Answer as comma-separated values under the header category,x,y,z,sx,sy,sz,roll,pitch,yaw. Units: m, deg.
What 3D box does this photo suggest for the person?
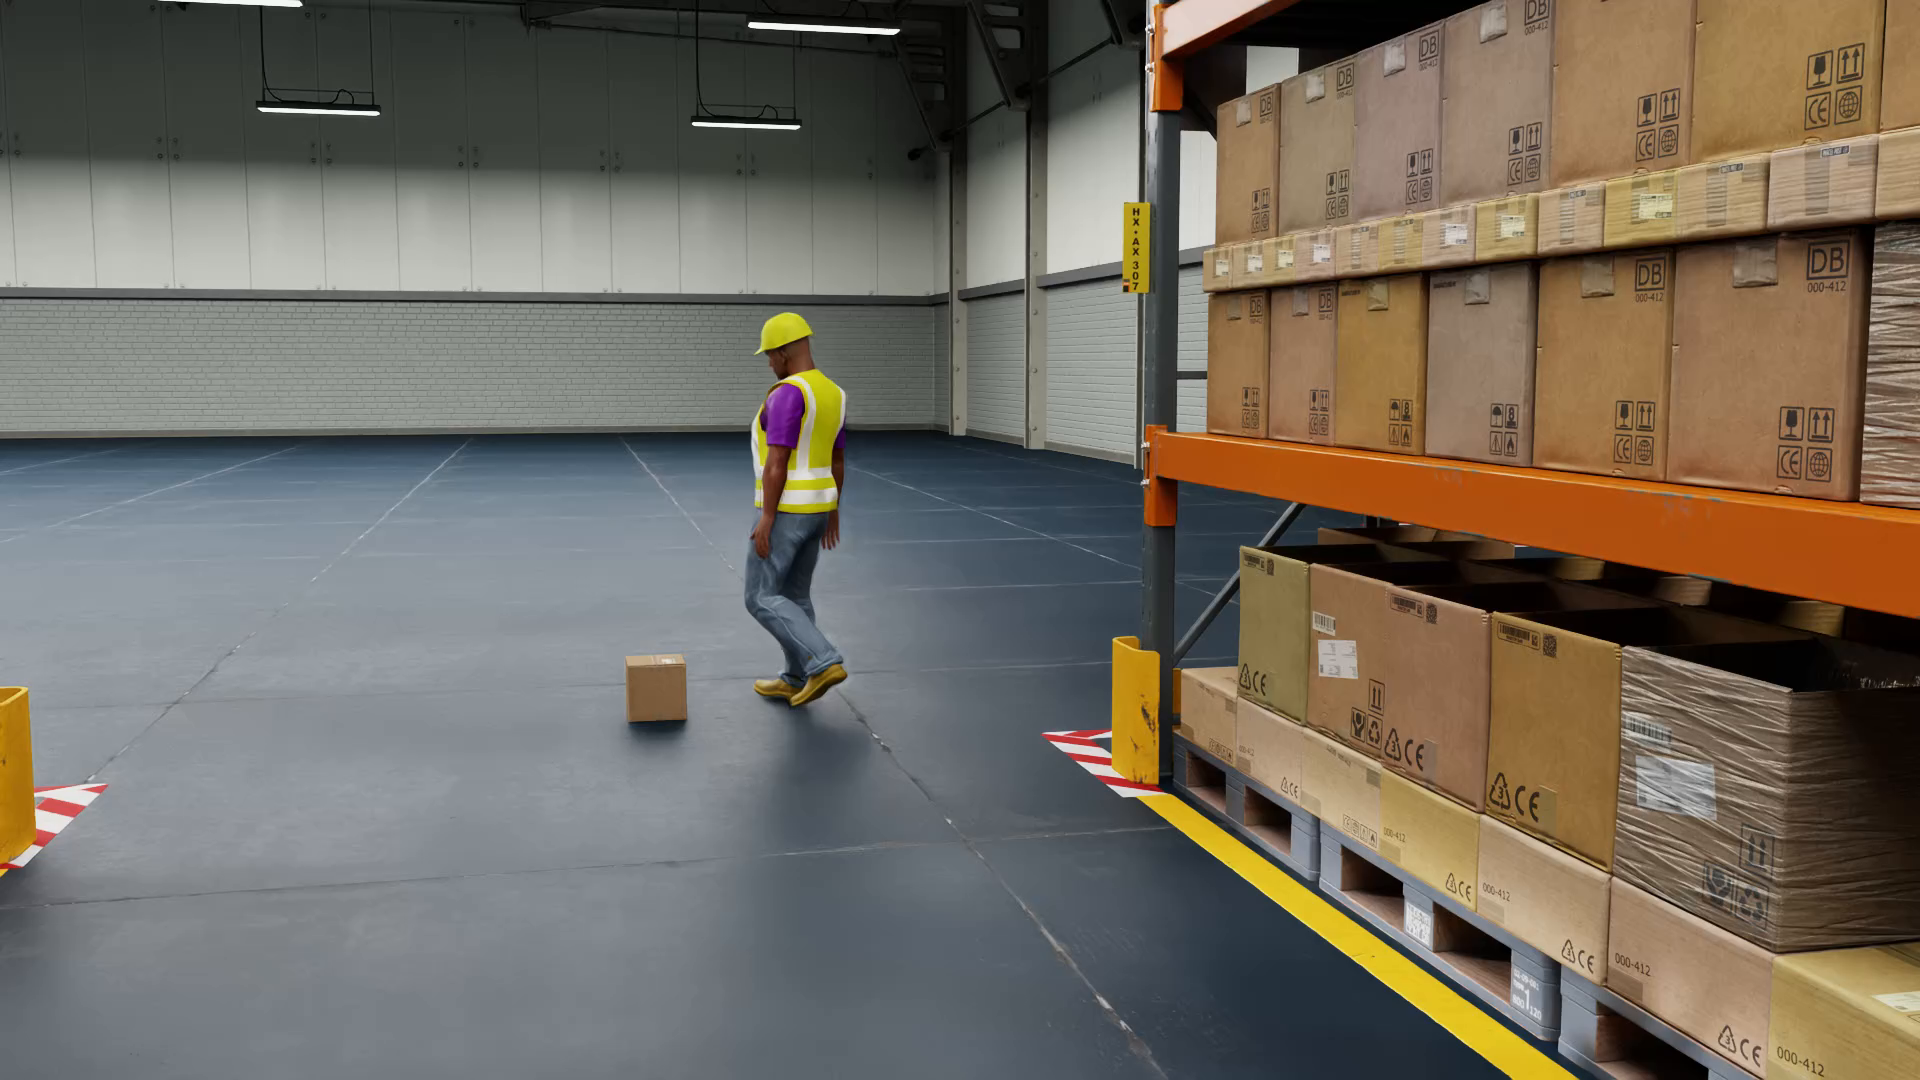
category,x,y,z,sx,sy,sz,roll,pitch,yaw
person,-0.737,-0.123,7.388,0.638,1.761,0.655,2,6,20
